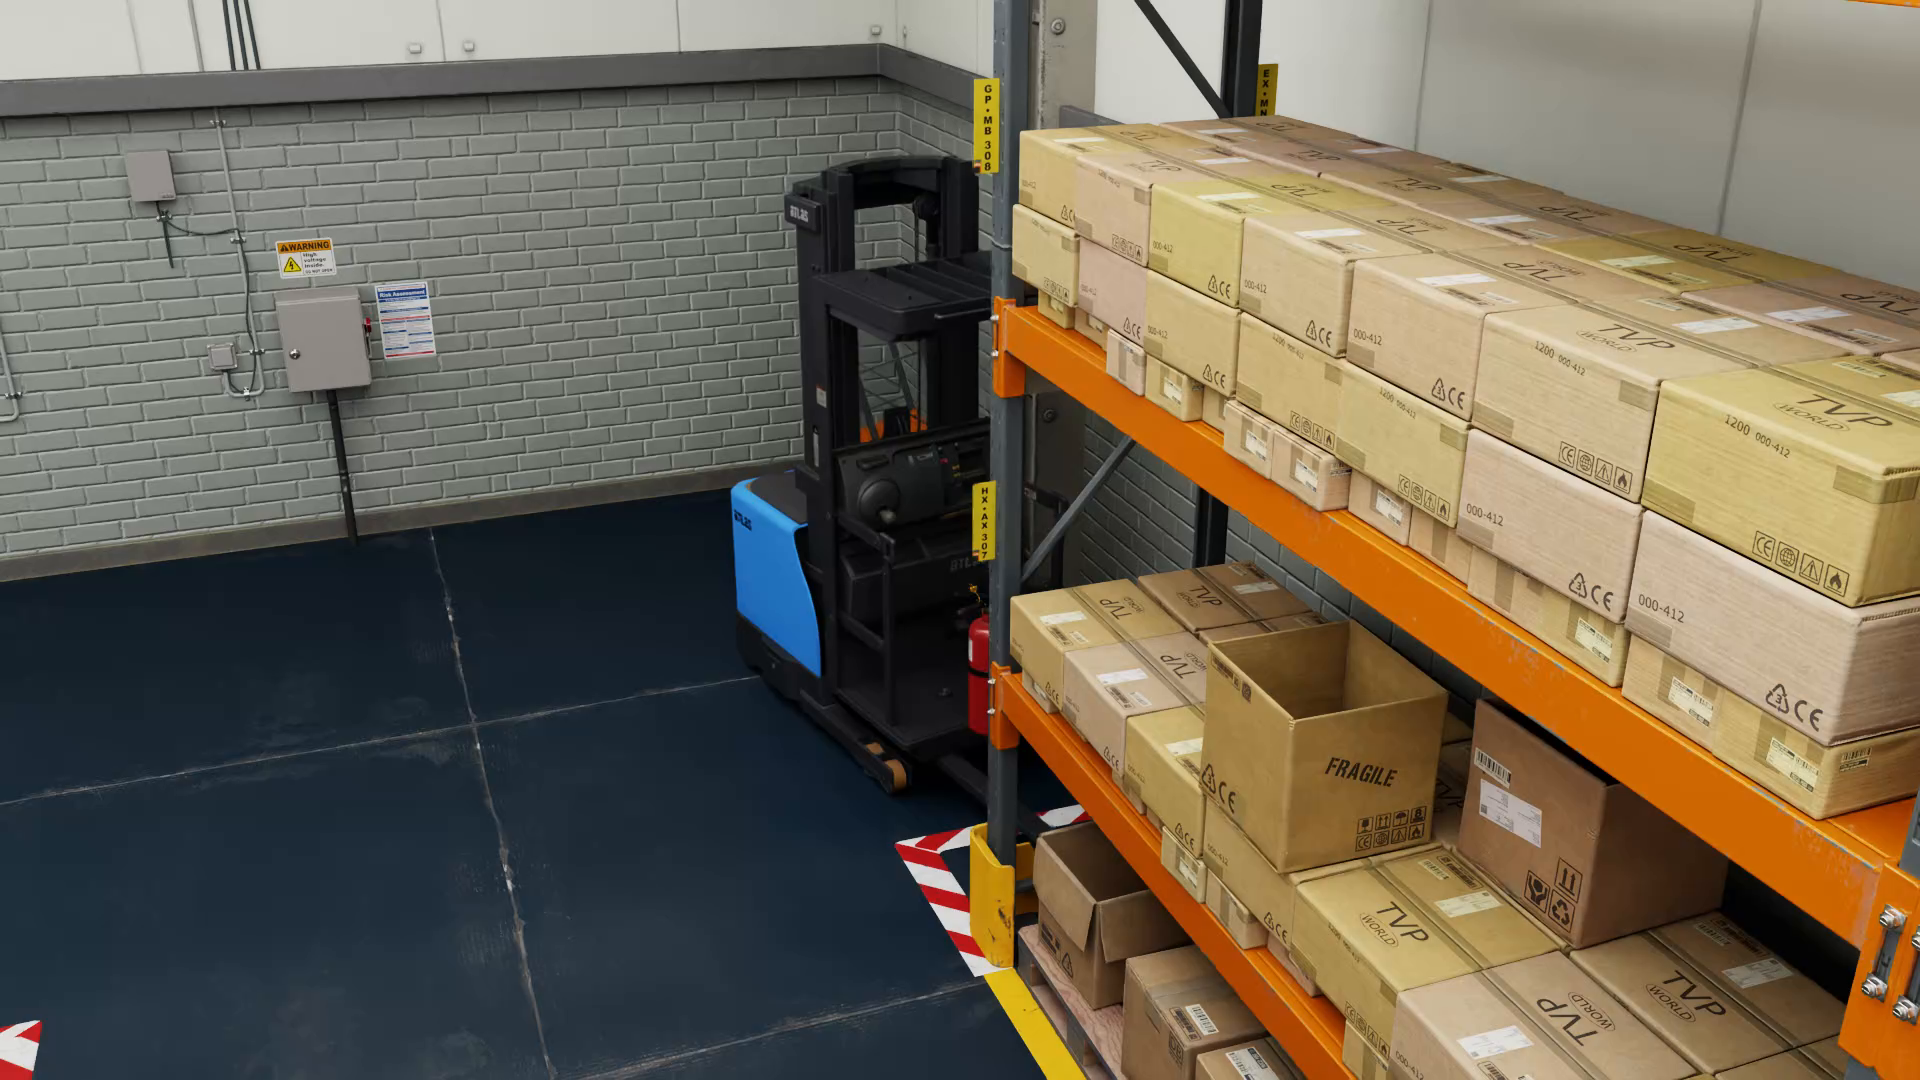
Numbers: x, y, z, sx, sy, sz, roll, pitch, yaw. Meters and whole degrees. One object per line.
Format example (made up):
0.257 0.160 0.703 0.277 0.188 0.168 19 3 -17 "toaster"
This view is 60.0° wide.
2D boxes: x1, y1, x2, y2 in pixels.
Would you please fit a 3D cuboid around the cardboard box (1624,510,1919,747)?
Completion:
1.612 0.115 3.062 0.500 0.250 0.500 -8 24 -19 "cardboard box"

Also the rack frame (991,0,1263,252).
0.604 -2.511 5.622 1.000 3.000 0.127 -8 24 -19 "rack frame"

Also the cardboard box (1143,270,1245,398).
0.873 -0.629 4.828 0.500 0.250 0.500 -9 25 -21 "cardboard box"

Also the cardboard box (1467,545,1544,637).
1.361 0.072 3.678 0.380 0.149 0.250 -8 24 -19 "cardboard box"

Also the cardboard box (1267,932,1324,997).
1.140 1.178 4.916 0.380 0.149 0.250 -8 24 -19 "cardboard box"

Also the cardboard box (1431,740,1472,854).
1.551 0.874 5.124 0.500 0.250 0.500 -8 24 -19 "cardboard box"

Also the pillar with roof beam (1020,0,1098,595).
-3.533 -3.024 6.838 9.100 9.000 0.400 -8 24 -19 "pillar with roof beam"

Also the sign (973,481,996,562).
0.097 -0.071 6.442 0.100 0.325 0.005 -8 24 -19 "sign"

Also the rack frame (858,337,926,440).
-0.265 -0.535 10.452 0.500 1.500 0.032 -21 27 -10 "rack frame"

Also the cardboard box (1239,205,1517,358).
1.068 -0.680 4.305 0.500 0.250 0.500 -8 24 -18 "cardboard box"

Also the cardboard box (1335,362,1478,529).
1.249 -0.260 3.952 0.500 0.250 0.500 -8 24 -18 "cardboard box"

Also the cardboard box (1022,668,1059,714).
0.464 0.526 6.463 0.380 0.149 0.250 -9 24 -19 "cardboard box"

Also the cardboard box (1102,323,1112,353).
0.691 -0.678 5.459 0.380 0.149 0.250 -8 24 -19 "cardboard box"

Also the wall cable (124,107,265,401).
-4.729 -1.777 10.296 0.588 1.984 0.122 -8 24 -19 "wall cable"

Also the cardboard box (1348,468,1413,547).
1.199 -0.120 4.134 0.380 0.149 0.250 -8 24 -18 "cardboard box"

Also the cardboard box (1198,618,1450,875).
1.043 0.587 4.841 0.500 0.500 0.500 -8 24 -18 "cardboard box"

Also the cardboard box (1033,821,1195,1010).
0.732 1.445 6.632 0.797 0.503 0.637 -9 25 -21 "cardboard box"

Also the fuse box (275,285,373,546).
-4.035 -0.751 10.830 0.539 1.711 0.414 -8 24 -19 "fuse box"

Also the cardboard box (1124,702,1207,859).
0.873 0.754 5.409 0.500 0.250 0.500 -9 24 -20 "cardboard box"

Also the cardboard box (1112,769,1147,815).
0.754 0.803 5.806 0.380 0.149 0.250 -8 24 -17 "cardboard box"

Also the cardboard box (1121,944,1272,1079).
0.997 1.763 5.883 0.700 0.500 0.500 -7 24 -17 "cardboard box"

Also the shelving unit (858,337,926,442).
-0.421 -0.726 10.907 0.587 1.500 1.083 -21 27 -10 "shelving unit"

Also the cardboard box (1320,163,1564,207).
1.397 -0.929 4.897 0.500 0.250 0.500 -8 24 -18 "cardboard box"

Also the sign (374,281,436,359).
-3.646 -1.444 10.937 0.329 0.494 0.001 -8 24 -19 "sign"

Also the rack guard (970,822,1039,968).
0.631 1.433 7.207 1.175 0.500 0.348 -8 24 -19 "rack guard"

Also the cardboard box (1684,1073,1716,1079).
1.609 1.487 3.670 0.500 0.250 0.500 -8 24 -18 "cardboard box"

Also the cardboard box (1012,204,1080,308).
0.505 -0.998 5.704 0.500 0.250 0.500 -9 24 -20 "cardboard box"

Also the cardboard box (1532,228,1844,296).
1.731 -0.563 4.029 0.500 0.250 0.500 -9 24 -20 "cardboard box"

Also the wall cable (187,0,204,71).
-5.607 -3.959 9.057 2.355 3.000 0.029 -8 24 -19 "wall cable"

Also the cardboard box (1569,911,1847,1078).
1.911 1.240 4.255 0.500 0.250 0.500 -9 24 -19 "cardboard box"

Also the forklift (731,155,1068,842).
-0.067 -0.303 8.195 1.130 2.935 3.031 -14 27 -30 "forklift"

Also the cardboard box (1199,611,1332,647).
1.196 0.504 6.003 0.500 0.250 0.500 -8 24 -19 "cardboard box"

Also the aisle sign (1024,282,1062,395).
0.305 -0.929 6.245 0.394 0.787 0.004 -8 24 -19 "aisle sign"

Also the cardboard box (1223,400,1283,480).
0.950 -0.295 4.550 0.380 0.149 0.250 -8 24 -19 "cardboard box"

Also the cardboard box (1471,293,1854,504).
1.426 -0.307 3.422 0.500 0.250 0.500 -9 24 -20 "cardboard box"

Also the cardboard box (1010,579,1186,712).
0.512 0.387 6.280 0.500 0.250 0.500 -8 24 -19 "cardboard box"

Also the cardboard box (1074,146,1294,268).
0.688 -1.044 5.170 0.500 0.250 0.500 -9 24 -19 "cardboard box"

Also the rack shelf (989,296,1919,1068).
1.311 -0.071 4.620 1.077 0.370 4.000 -8 24 -19 "rack shelf"

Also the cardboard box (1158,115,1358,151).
1.022 -1.304 5.786 0.500 0.250 0.500 -9 24 -20 "cardboard box"

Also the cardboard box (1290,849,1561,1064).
1.255 1.124 4.531 0.500 0.250 0.500 -9 24 -19 "cardboard box"

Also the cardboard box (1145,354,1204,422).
0.782 -0.479 4.987 0.380 0.149 0.250 -8 24 -19 "cardboard box"

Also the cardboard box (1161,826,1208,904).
0.872 1.001 5.336 0.380 0.149 0.250 -9 24 -20 "cardboard box"

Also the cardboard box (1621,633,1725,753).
1.530 0.261 3.231 0.380 0.149 0.250 -8 24 -19 "cardboard box"

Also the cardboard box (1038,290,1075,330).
0.499 -0.865 5.903 0.380 0.149 0.250 -8 24 -18 "cardboard box"

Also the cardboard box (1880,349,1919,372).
2.108 -0.193 3.150 0.500 0.250 0.500 -9 24 -20 "cardboard box"
